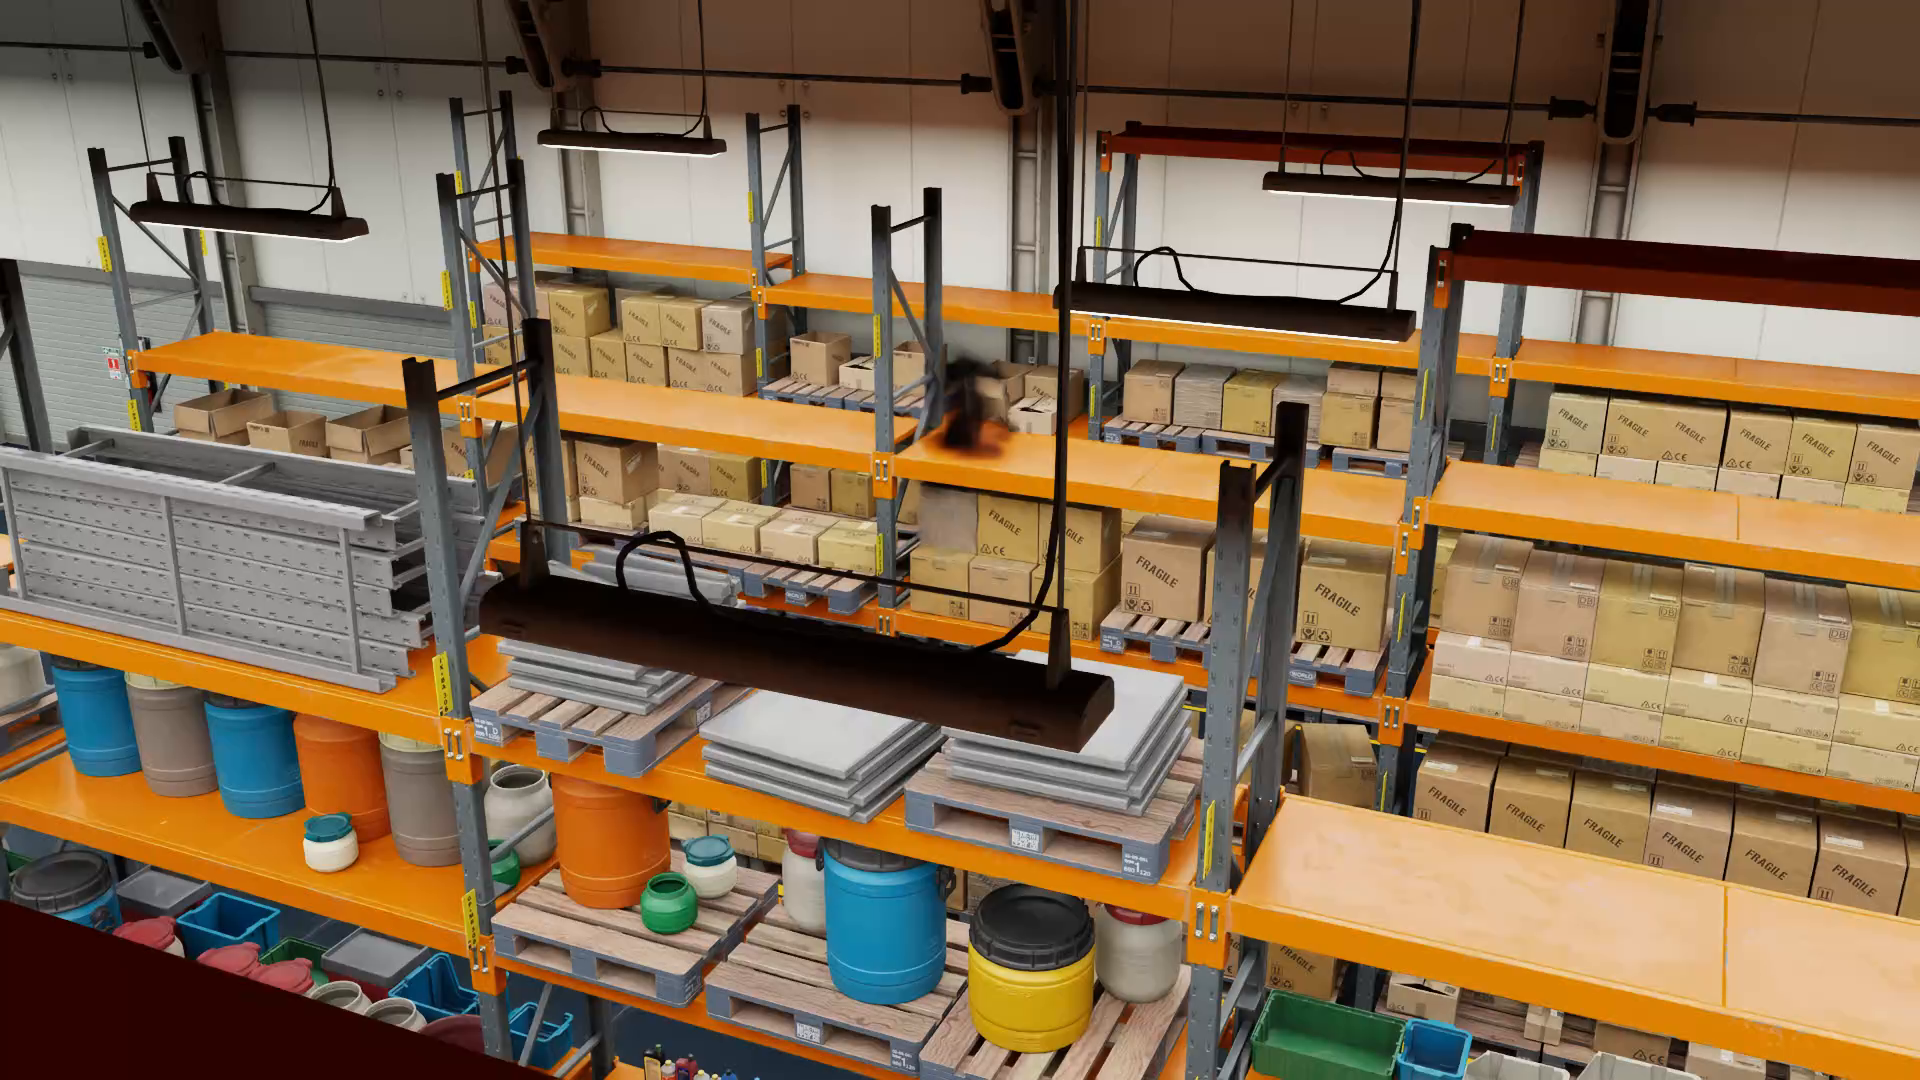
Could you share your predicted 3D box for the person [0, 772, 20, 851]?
[{"bbox_3d":[-8.284,2.334,14.230,0.582,1.636,0.606,10,23,26],"label":"person"}]
